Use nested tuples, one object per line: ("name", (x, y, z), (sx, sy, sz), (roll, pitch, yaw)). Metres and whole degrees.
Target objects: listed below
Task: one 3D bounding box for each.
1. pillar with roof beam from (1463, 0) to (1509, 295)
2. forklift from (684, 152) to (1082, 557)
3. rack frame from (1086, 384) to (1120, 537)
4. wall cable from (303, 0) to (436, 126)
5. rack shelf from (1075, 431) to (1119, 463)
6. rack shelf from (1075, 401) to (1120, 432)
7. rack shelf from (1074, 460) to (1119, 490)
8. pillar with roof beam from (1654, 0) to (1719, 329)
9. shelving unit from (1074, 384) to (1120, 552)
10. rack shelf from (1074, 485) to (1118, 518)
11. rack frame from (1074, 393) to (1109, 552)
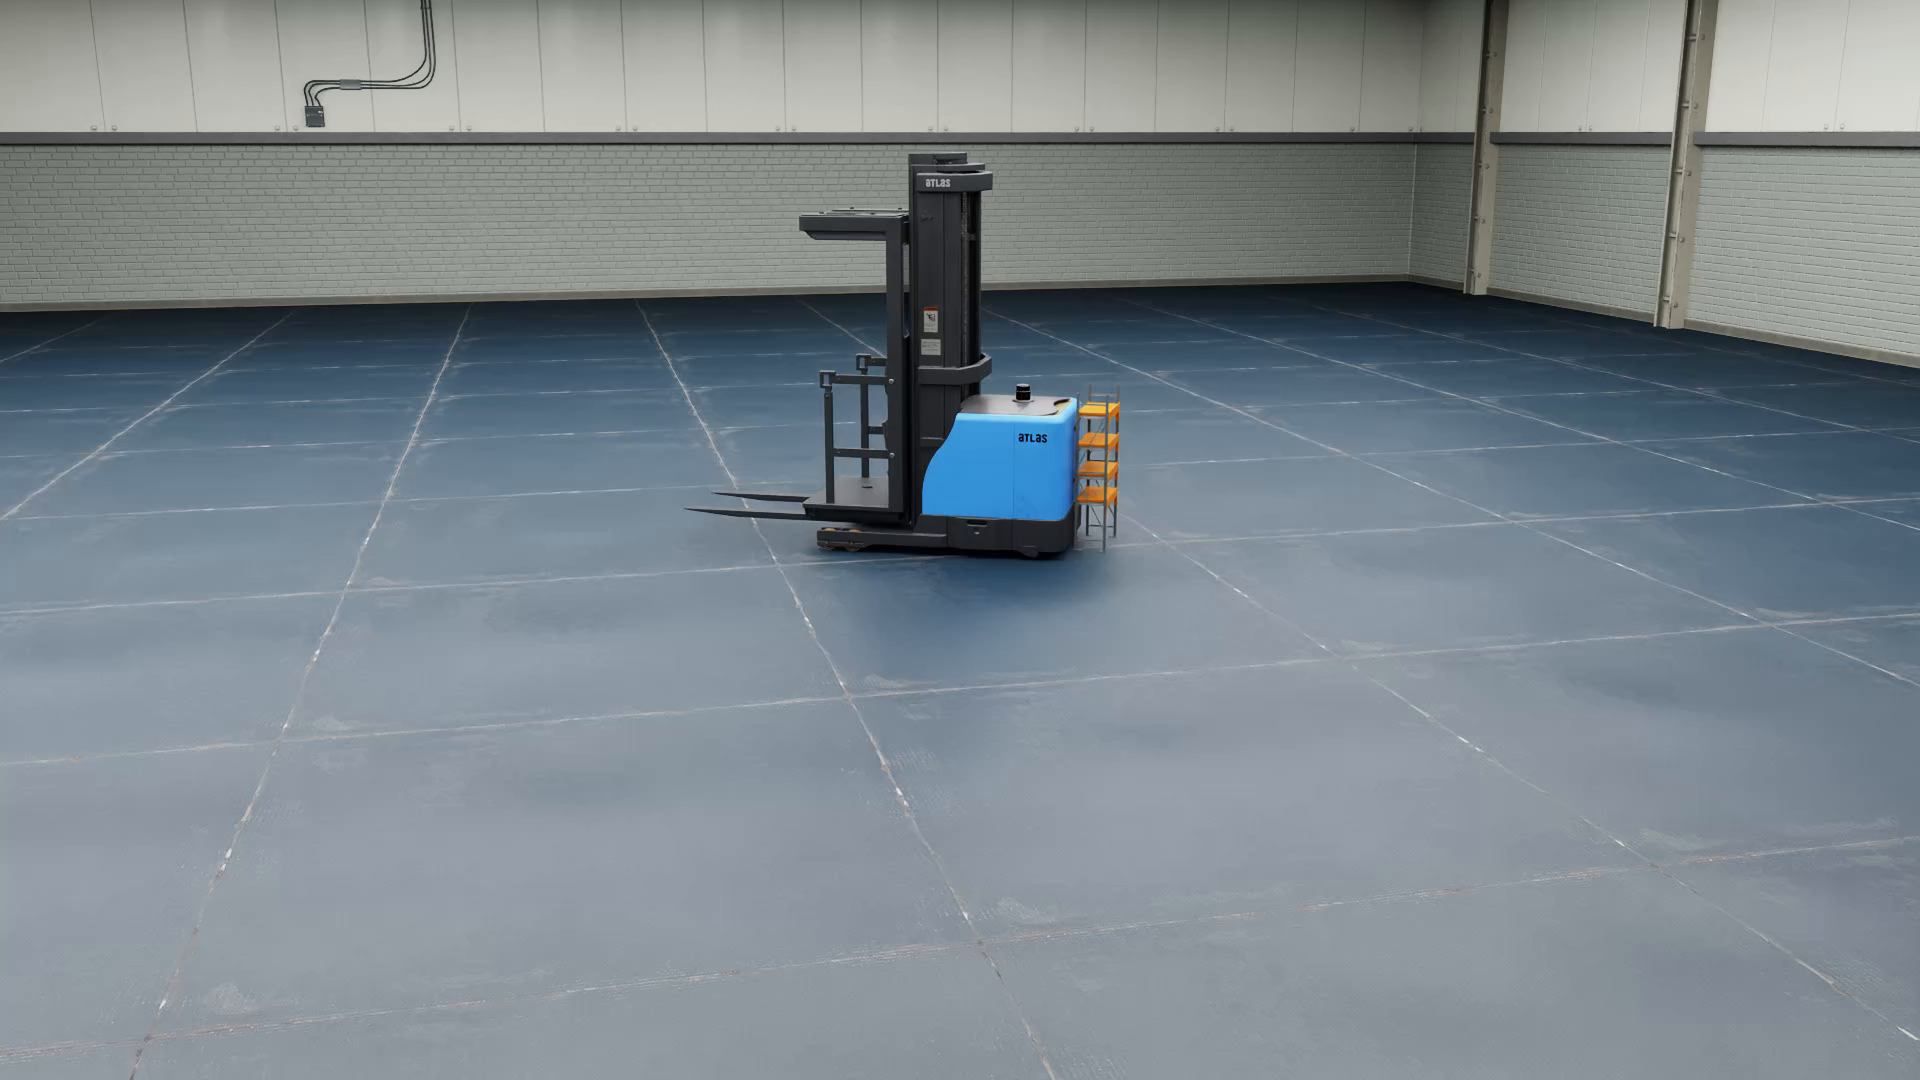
("pillar with roof beam", (5.994, -8.996, 30.786), (9.100, 9.000, 0.400), (-3, 14, -13))
("forklift", (-0.614, -1.456, 12.710), (3.031, 2.935, 1.130), (3, 14, 12))
("rack frame", (1.105, -0.611, 12.901), (0.240, 1.200, 0.015), (4, 14, 14))
("wall cable", (-10.616, -10.411, 29.413), (2.305, 6.003, 0.169), (-3, 14, -13))
("rack shelf", (1.044, -0.707, 12.634), (0.258, 0.148, 0.480), (4, 14, 14))
("rack shelf", (1.044, -0.937, 12.578), (0.258, 0.148, 0.480), (4, 14, 14))
("rack shelf", (1.044, -0.490, 12.687), (0.258, 0.148, 0.480), (4, 14, 14))
("pillar with roof beam", (7.403, -7.611, 25.121), (9.100, 9.000, 0.400), (-3, 14, -13))
("shelving unit", (1.044, -0.555, 12.671), (0.258, 1.200, 0.503), (4, 14, 14))
("rack shelf", (1.044, -0.297, 12.734), (0.258, 0.148, 0.480), (4, 14, 14))
("rack frame", (0.982, -0.499, 12.442), (0.240, 1.200, 0.015), (4, 14, 14))
